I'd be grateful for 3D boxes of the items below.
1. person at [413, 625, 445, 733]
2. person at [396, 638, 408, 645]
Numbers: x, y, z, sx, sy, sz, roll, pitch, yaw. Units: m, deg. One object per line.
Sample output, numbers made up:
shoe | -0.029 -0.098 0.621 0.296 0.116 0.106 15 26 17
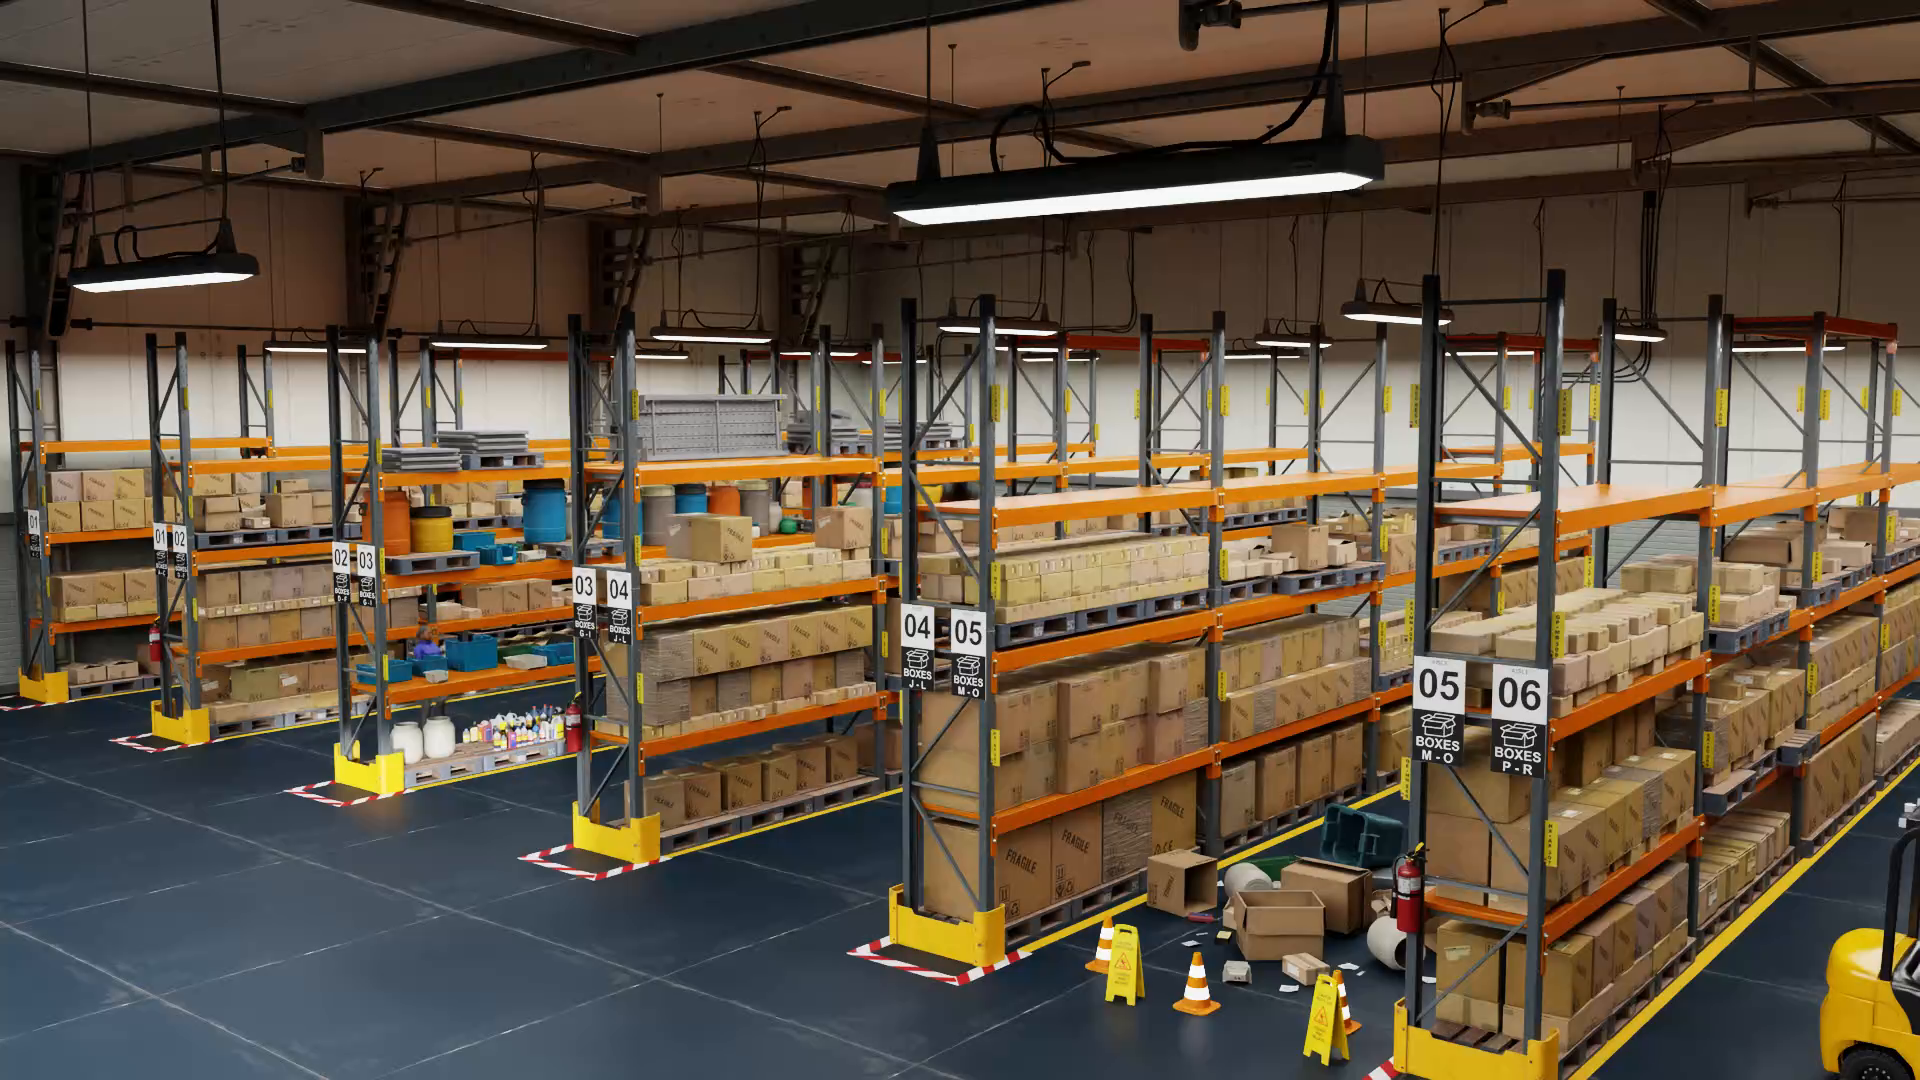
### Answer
person | -7.898 2.124 24.906 0.535 1.675 0.506 -4 6 -36
person | -10.292 1.544 30.284 0.669 1.777 0.512 -1 5 -16
